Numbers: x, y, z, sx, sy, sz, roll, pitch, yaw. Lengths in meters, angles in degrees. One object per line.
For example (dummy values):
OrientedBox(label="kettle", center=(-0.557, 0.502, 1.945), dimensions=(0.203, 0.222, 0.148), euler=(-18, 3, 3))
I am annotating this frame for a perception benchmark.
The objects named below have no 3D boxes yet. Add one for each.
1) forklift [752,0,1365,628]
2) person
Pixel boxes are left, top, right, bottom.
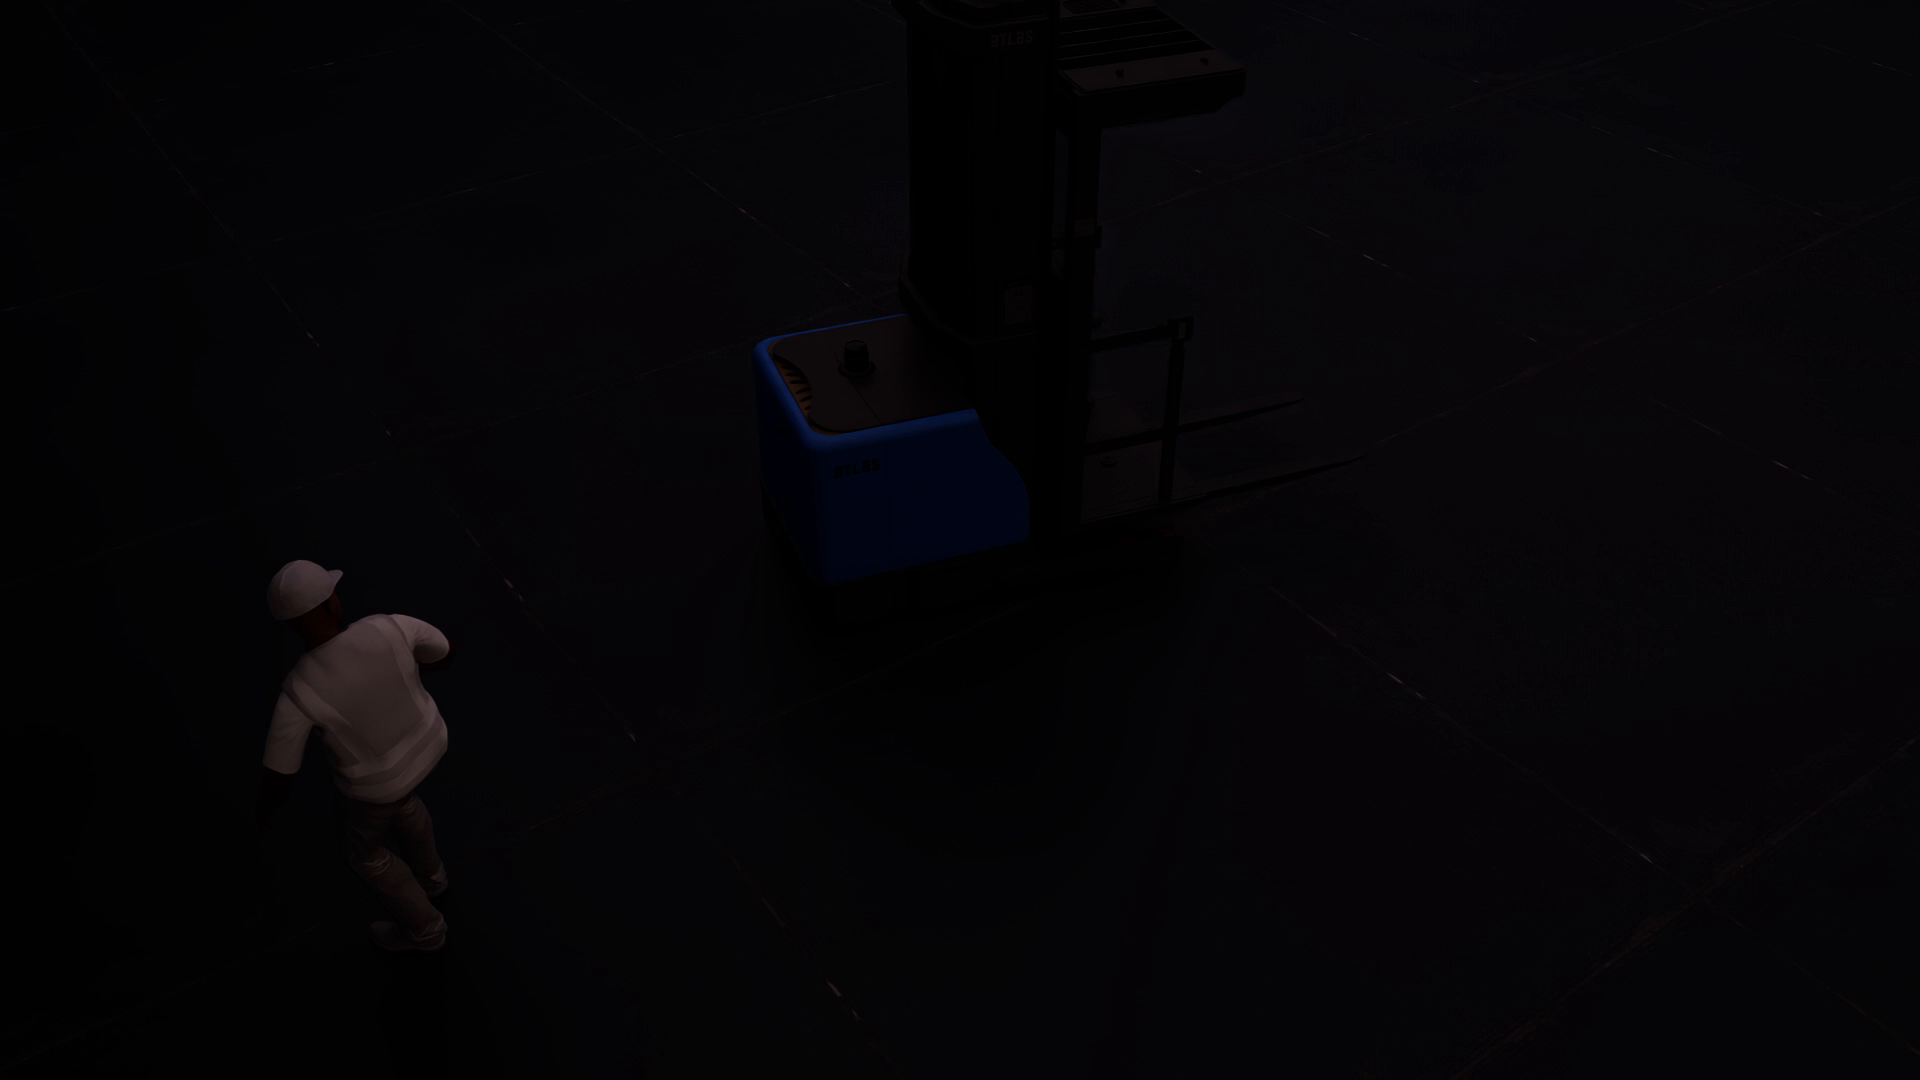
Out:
OrientedBox(label="forklift", center=(0.570, -1.308, 7.714), dimensions=(3.031, 2.935, 1.130), euler=(-13, 38, -16))
OrientedBox(label="person", center=(-2.138, 0.781, 5.920), dimensions=(0.516, 1.718, 0.791), euler=(17, 40, 22))
